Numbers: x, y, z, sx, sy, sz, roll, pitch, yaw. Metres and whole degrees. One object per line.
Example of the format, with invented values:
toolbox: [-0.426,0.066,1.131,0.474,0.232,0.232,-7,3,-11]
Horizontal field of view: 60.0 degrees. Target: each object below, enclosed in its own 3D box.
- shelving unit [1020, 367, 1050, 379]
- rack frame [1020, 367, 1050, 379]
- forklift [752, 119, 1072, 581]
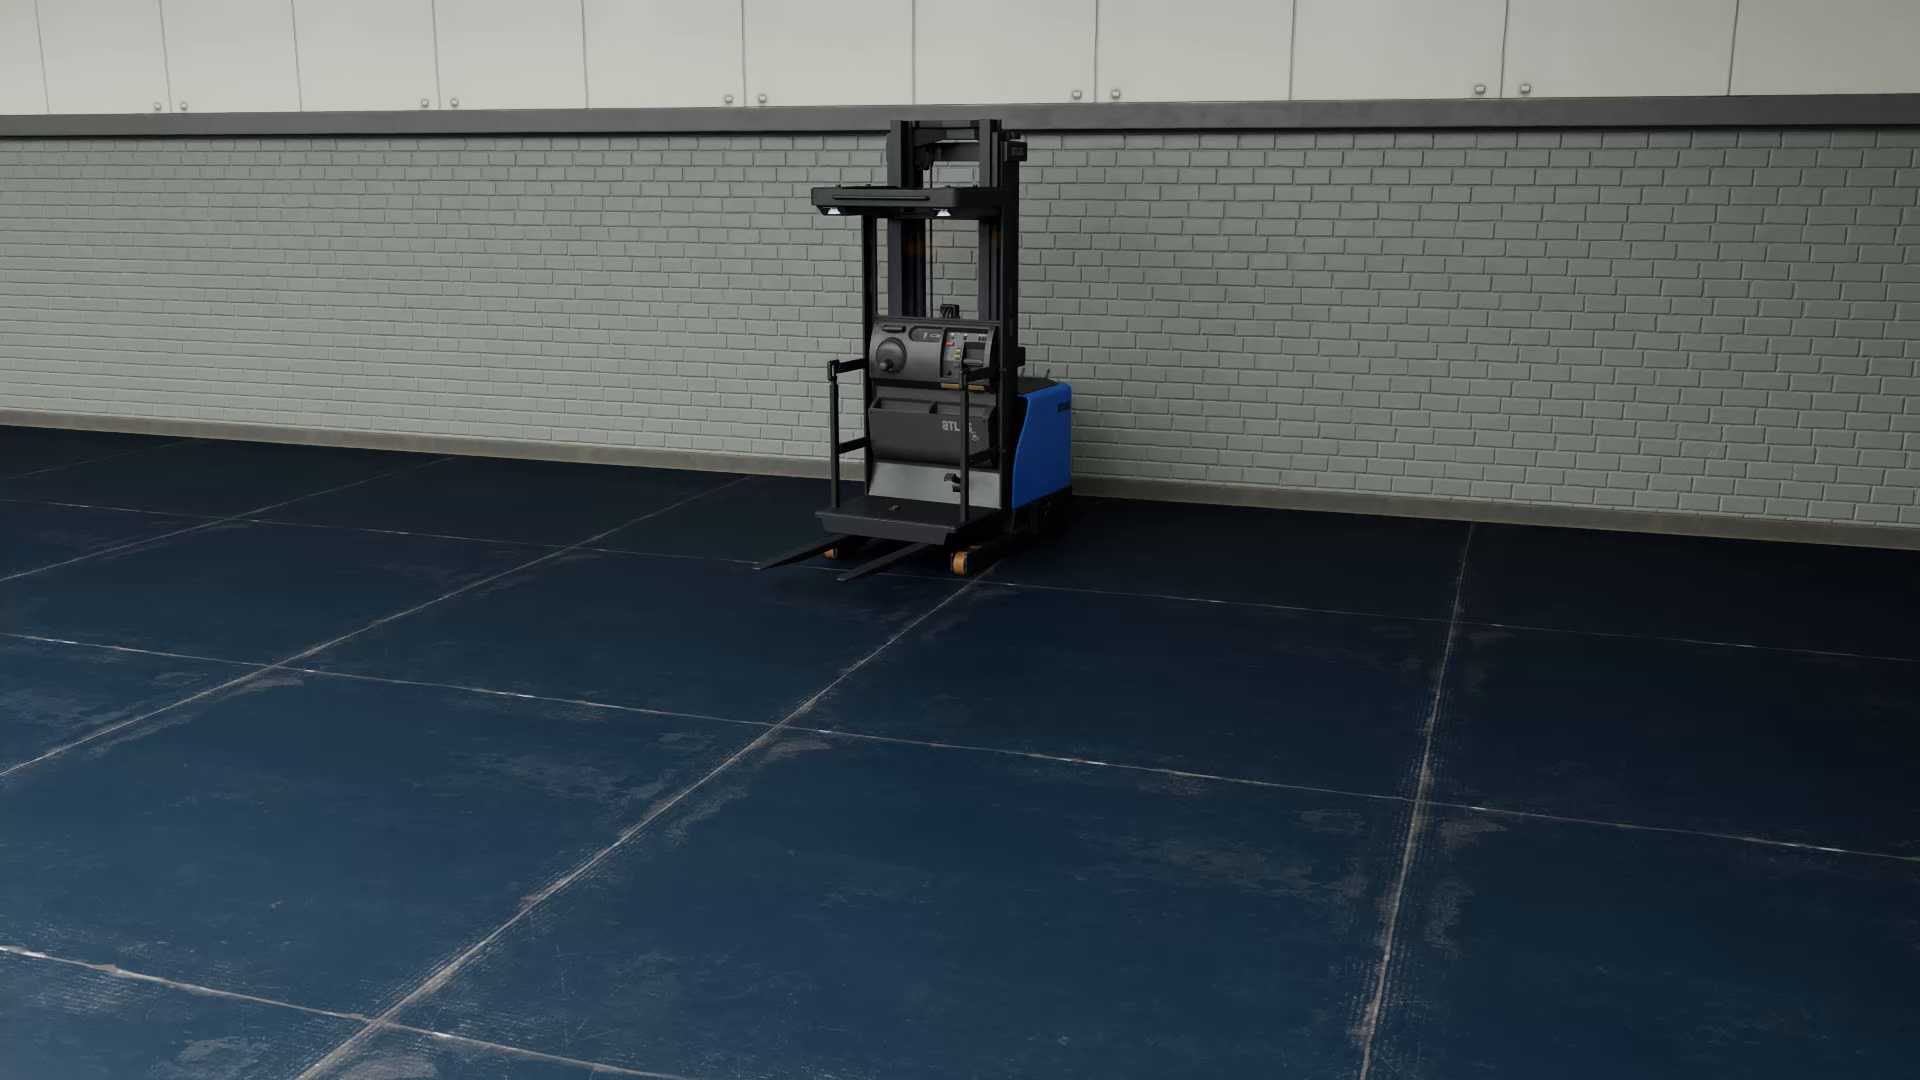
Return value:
shelving unit: [0.465,-0.805,13.165,0.258,1.200,0.189,7,-25,28]
rack frame: [0.431,-0.849,13.091,0.240,1.200,0.006,7,-25,28]
forklift: [-0.288,-1.305,11.119,1.130,2.935,3.031,7,14,27]
